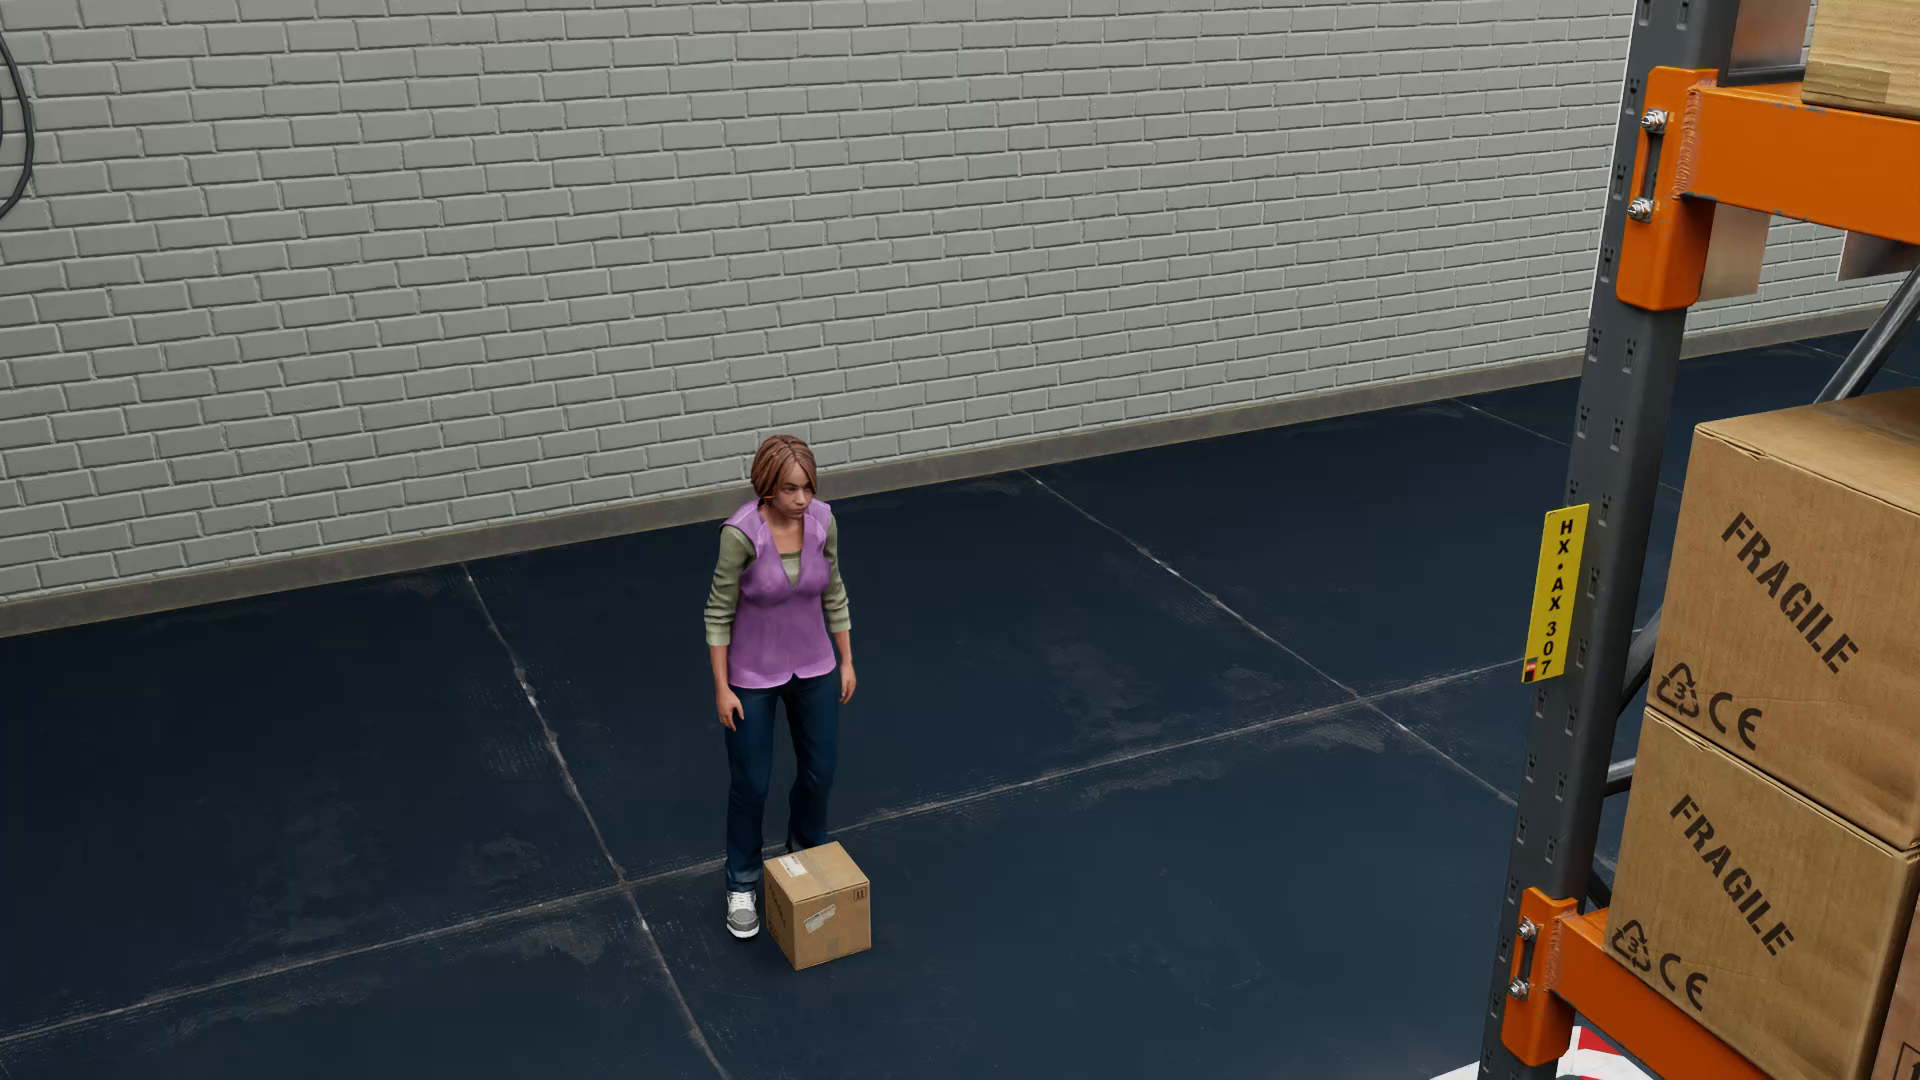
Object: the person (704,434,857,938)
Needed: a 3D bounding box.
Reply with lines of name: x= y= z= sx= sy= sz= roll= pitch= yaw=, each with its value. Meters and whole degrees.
person: x=-0.547 y=0.426 z=5.076 sx=0.485 sy=1.594 sz=0.341 roll=-12 pitch=25 yaw=-26
